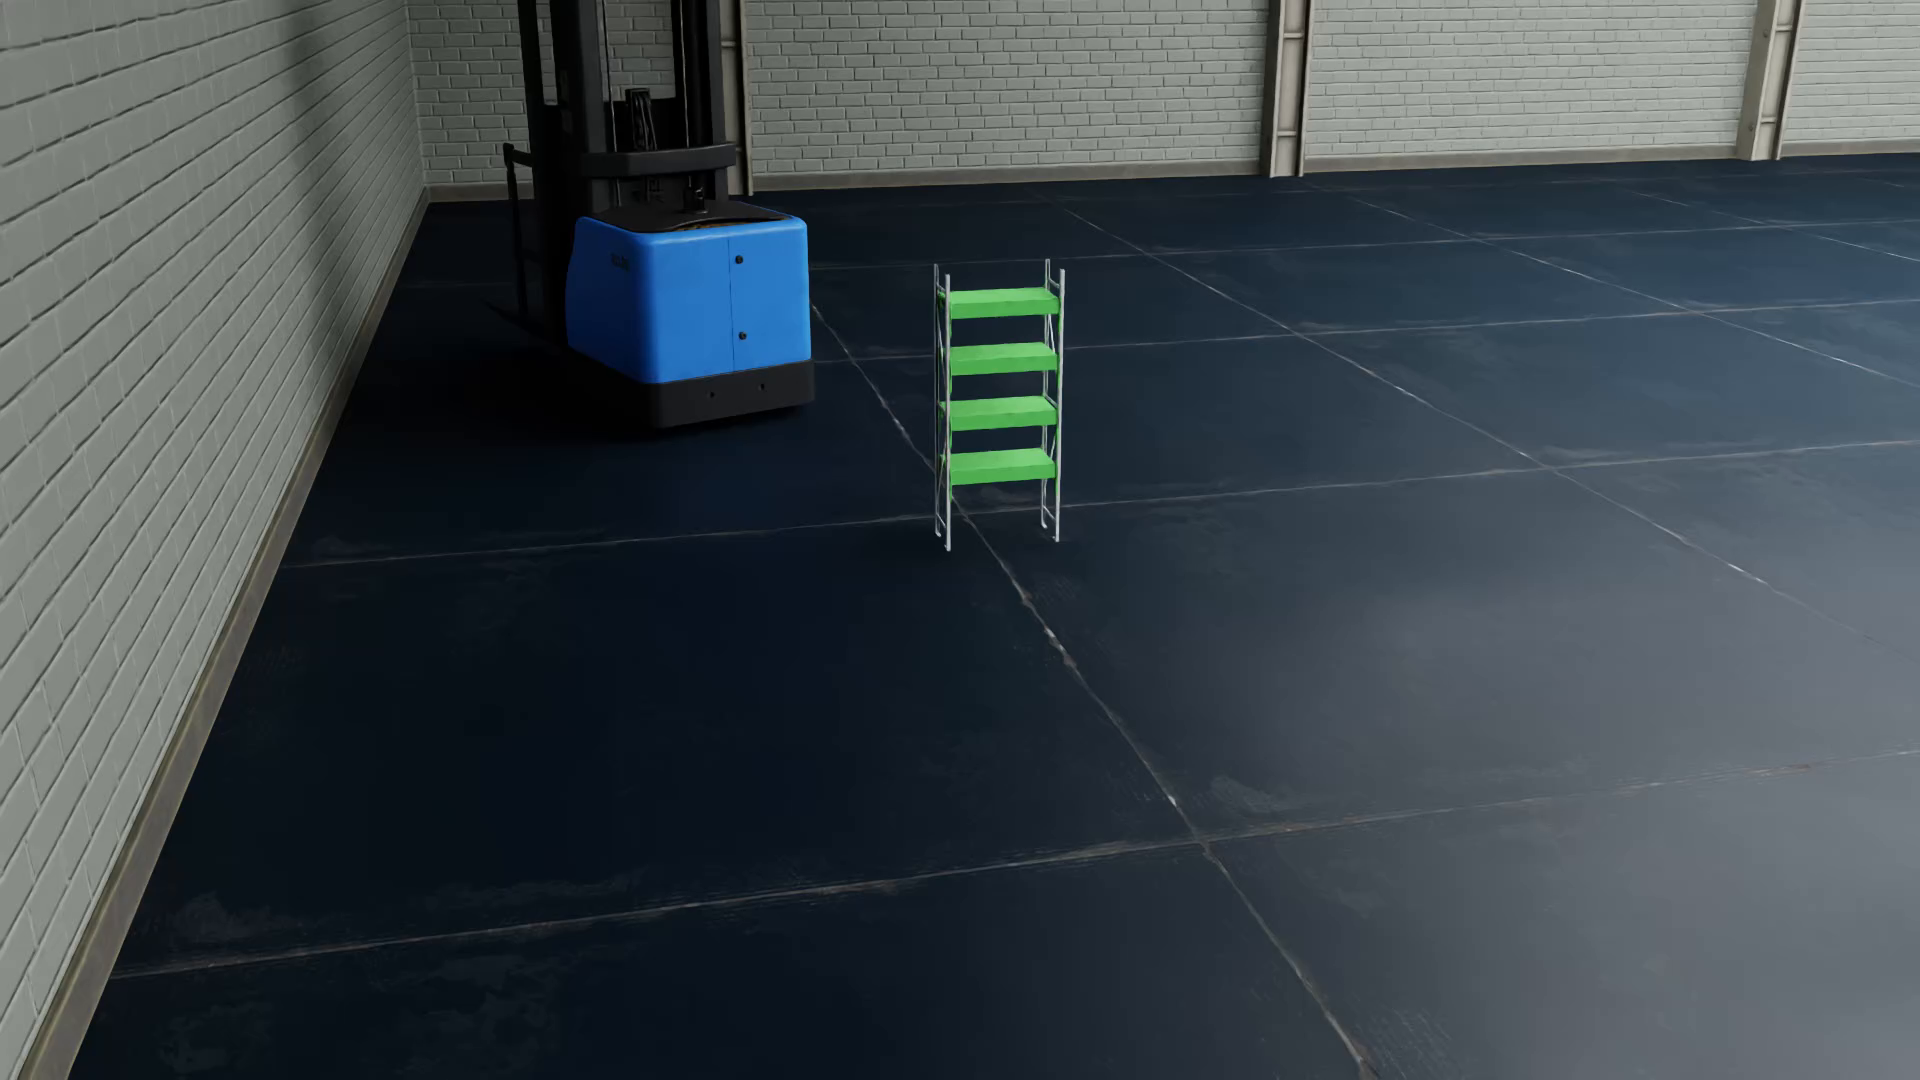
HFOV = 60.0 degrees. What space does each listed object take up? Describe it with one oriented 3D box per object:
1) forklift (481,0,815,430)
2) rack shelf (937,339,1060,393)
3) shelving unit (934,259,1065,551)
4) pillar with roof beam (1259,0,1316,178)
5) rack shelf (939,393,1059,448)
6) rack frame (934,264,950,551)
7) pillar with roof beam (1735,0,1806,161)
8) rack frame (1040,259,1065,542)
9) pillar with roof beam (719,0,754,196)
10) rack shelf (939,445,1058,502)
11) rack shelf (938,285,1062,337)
[{"bbox_3d":[-2.050,-2.407,9.624,1.130,2.935,3.031,-13,24,-32],"label":"forklift"},{"bbox_3d":[0.161,-0.742,7.083,0.480,0.148,0.258,-5,21,-12],"label":"rack shelf"},{"bbox_3d":[0.161,-0.576,7.144,0.503,1.200,0.258,-5,21,-12],"label":"shelving unit"},{"bbox_3d":[4.509,-6.786,12.758,0.400,9.000,9.100,-5,21,-12],"label":"pillar with roof beam"},{"bbox_3d":[0.161,-0.516,7.166,0.480,0.148,0.258,-5,21,-12],"label":"rack shelf"},{"bbox_3d":[-0.076,-0.557,7.091,0.015,1.200,0.240,-5,21,-12],"label":"rack frame"},{"bbox_3d":[10.348,-7.261,14.055,0.400,9.000,9.100,-5,21,-12],"label":"pillar with roof beam"},{"bbox_3d":[0.399,-0.596,7.197,0.015,1.200,0.240,-5,21,-12],"label":"rack frame"},{"bbox_3d":[-1.330,-6.312,11.462,0.400,9.000,9.100,-5,21,-12],"label":"pillar with roof beam"},{"bbox_3d":[0.161,-0.291,7.249,0.480,0.148,0.258,-5,21,-12],"label":"rack shelf"},{"bbox_3d":[0.161,-0.967,7.001,0.480,0.148,0.258,-5,21,-12],"label":"rack shelf"}]
